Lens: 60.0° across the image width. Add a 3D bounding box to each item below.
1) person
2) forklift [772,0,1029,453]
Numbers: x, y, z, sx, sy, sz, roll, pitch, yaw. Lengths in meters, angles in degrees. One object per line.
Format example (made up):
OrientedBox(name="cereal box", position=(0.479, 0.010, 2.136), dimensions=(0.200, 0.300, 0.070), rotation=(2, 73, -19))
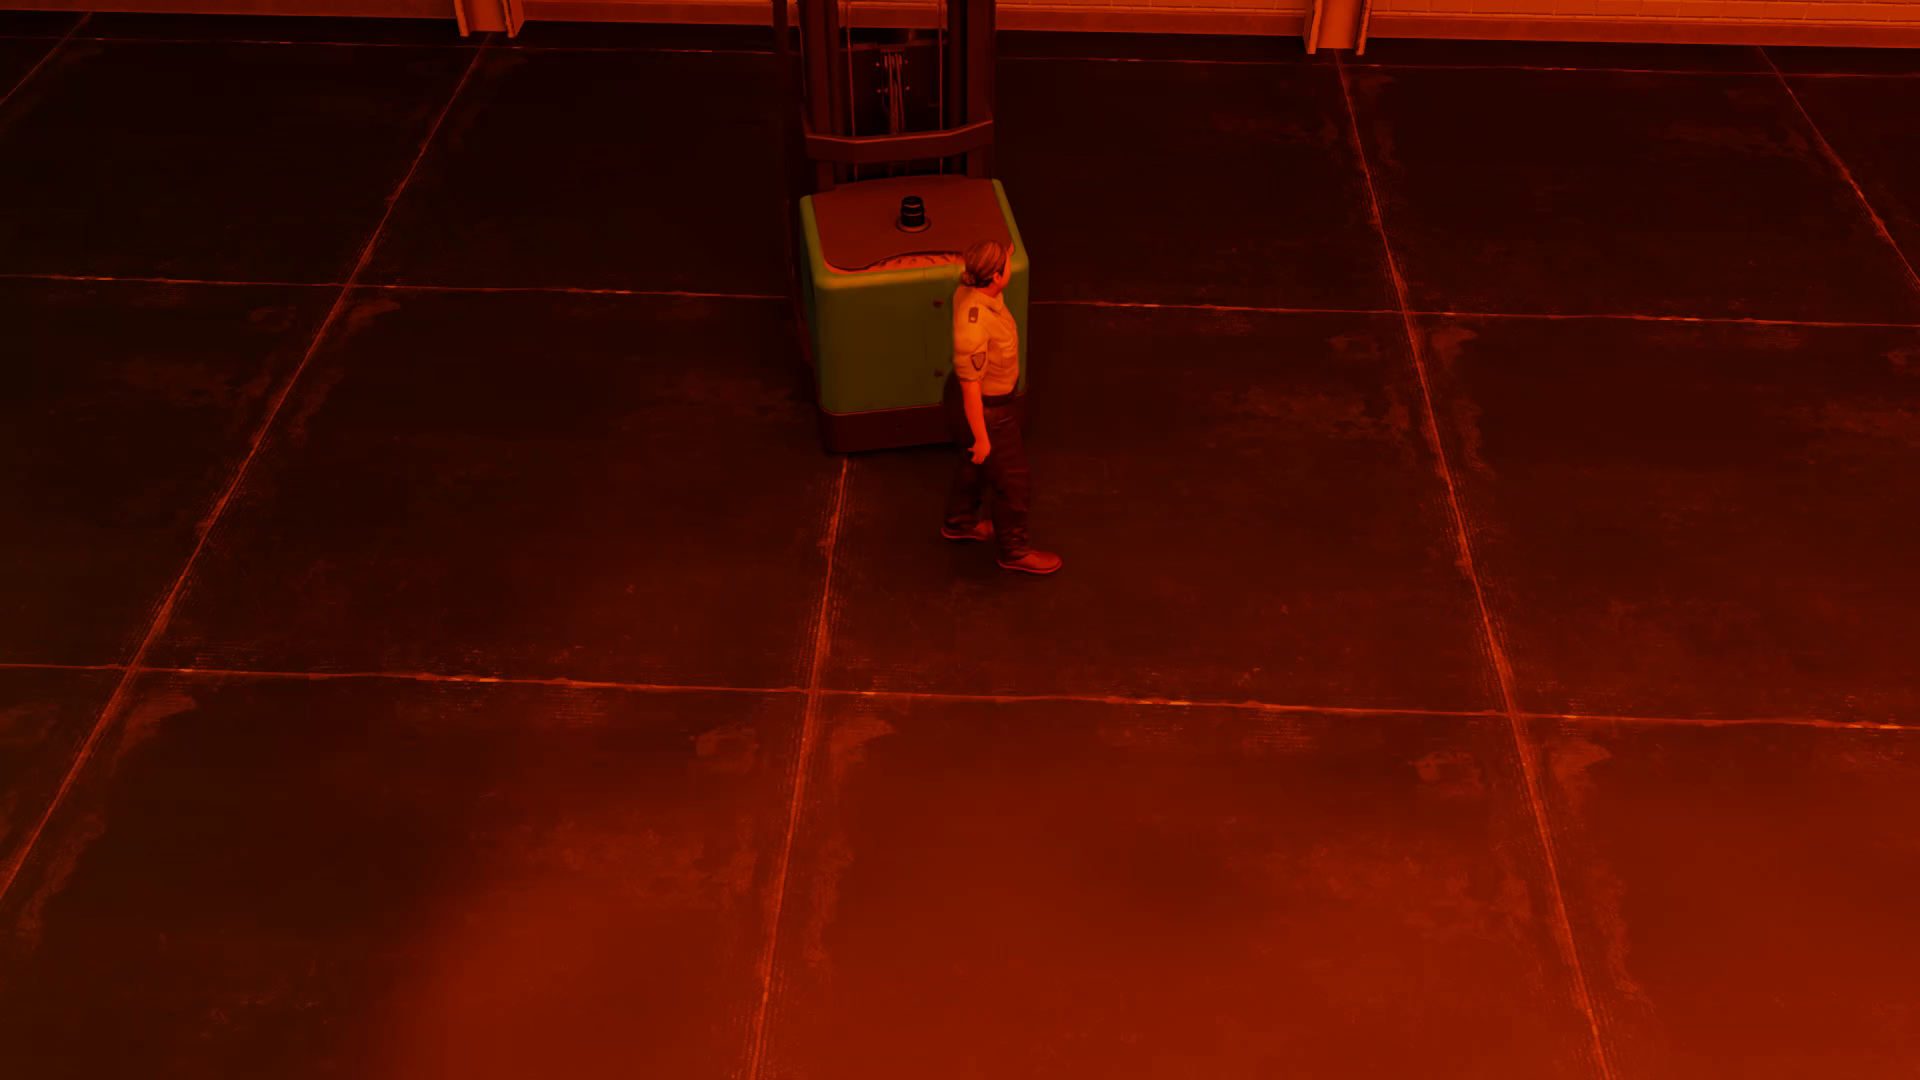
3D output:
OrientedBox(name="person", position=(0.187, -0.610, 7.376), dimensions=(0.552, 1.635, 0.620), rotation=(-2, 42, -2))
OrientedBox(name="forklift", position=(-0.409, -2.517, 8.499), dimensions=(1.130, 2.935, 3.031), rotation=(-6, 43, -7))
